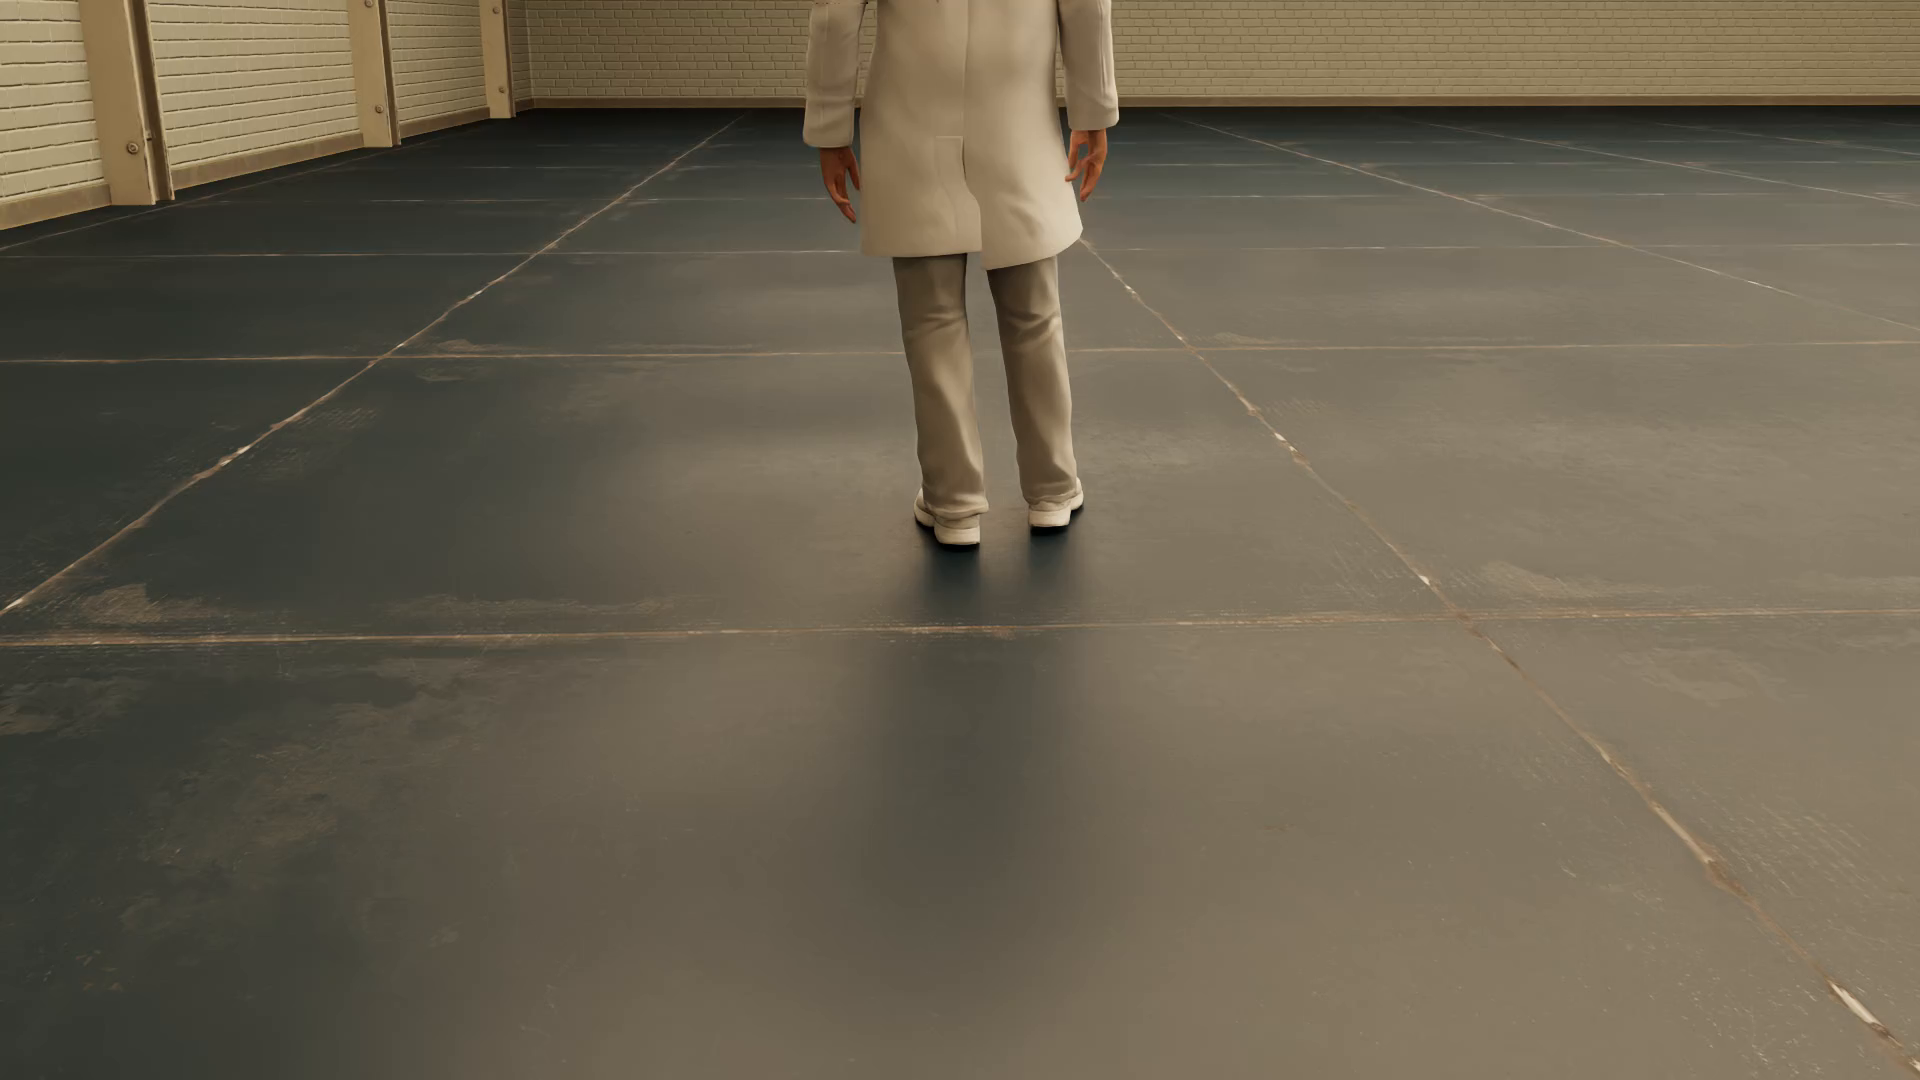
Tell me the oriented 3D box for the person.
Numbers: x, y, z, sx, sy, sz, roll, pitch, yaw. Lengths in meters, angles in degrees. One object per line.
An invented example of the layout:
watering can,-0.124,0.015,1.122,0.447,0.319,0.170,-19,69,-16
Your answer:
person,-0.001,-0.884,3.744,0.696,1.778,0.578,-1,17,-3
